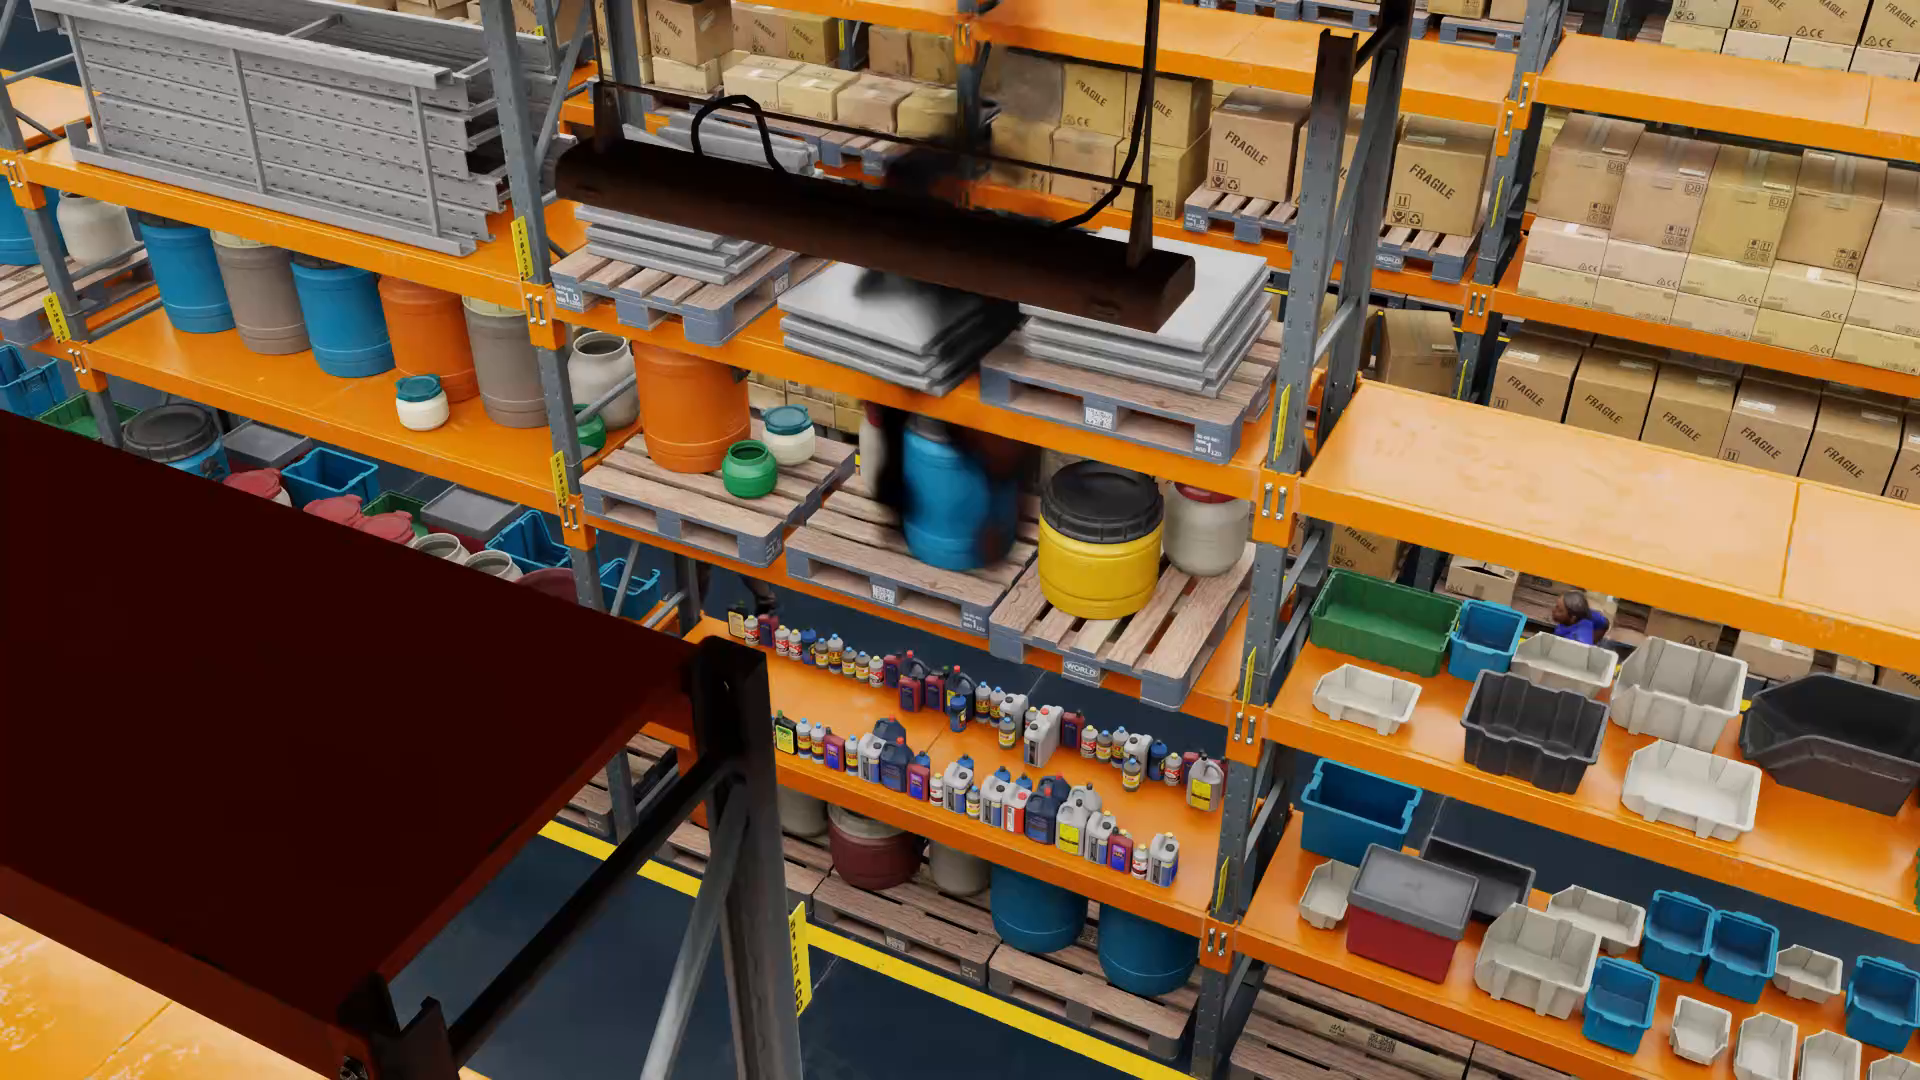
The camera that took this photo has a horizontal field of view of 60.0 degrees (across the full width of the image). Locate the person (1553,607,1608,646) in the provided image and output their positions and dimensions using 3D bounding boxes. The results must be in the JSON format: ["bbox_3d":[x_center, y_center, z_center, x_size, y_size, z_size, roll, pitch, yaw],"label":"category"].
[{"bbox_3d":[4.039,1.080,11.044,0.853,1.414,0.561,9,36,13],"label":"person"}]

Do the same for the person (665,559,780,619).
[{"bbox_3d":[-1.800,-0.133,12.047,0.890,1.764,0.663,12,37,17],"label":"person"}]
